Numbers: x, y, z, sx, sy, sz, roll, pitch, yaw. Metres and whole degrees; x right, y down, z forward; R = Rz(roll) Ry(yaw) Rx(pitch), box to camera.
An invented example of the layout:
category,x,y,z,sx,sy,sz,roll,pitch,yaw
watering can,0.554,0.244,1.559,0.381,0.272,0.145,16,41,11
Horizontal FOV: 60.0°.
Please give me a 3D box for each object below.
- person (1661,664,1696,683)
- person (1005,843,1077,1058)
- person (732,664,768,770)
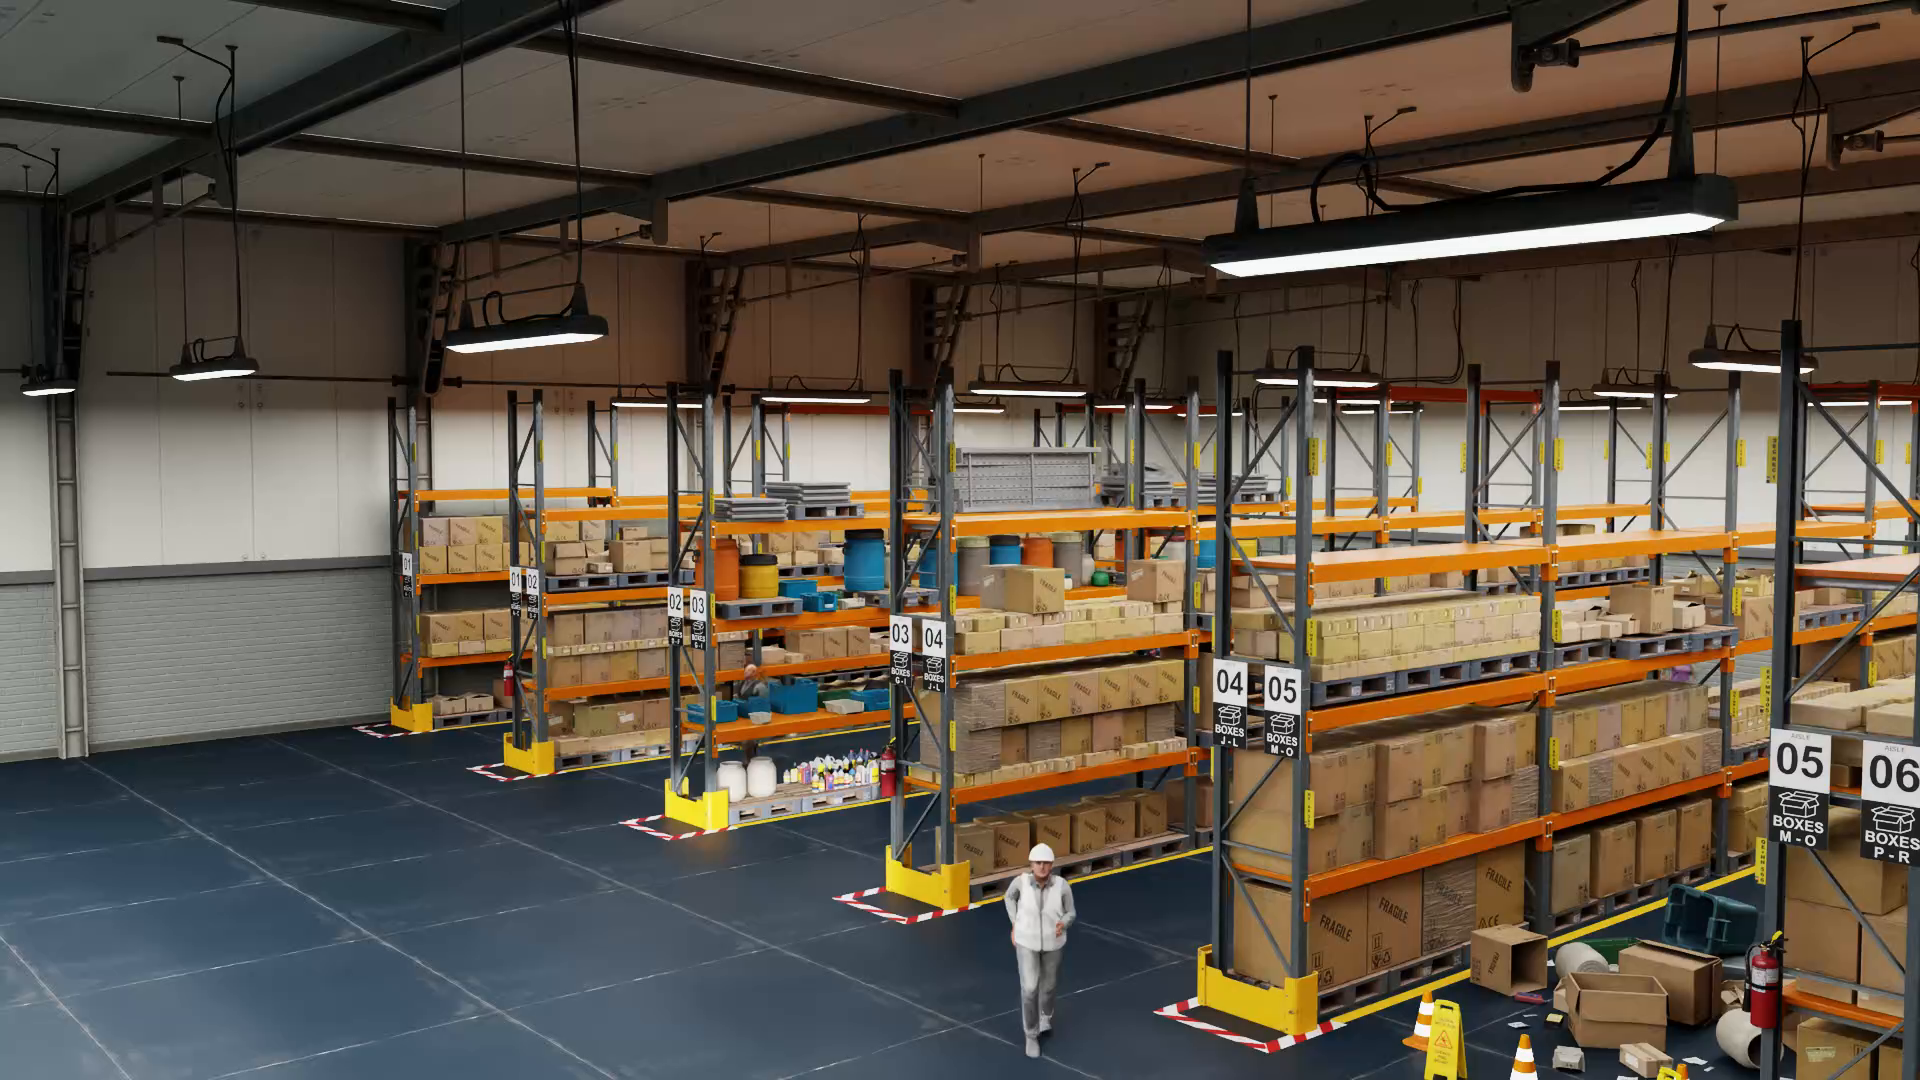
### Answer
category,x,y,z,sx,sy,sz,roll,pitch,yaw
person,12.786,2.658,29.532,0.540,1.608,0.671,0,3,-6
person,0.691,3.476,14.200,0.597,1.823,0.873,0,3,-4
person,-3.330,2.801,26.298,0.671,1.675,0.584,3,4,37
